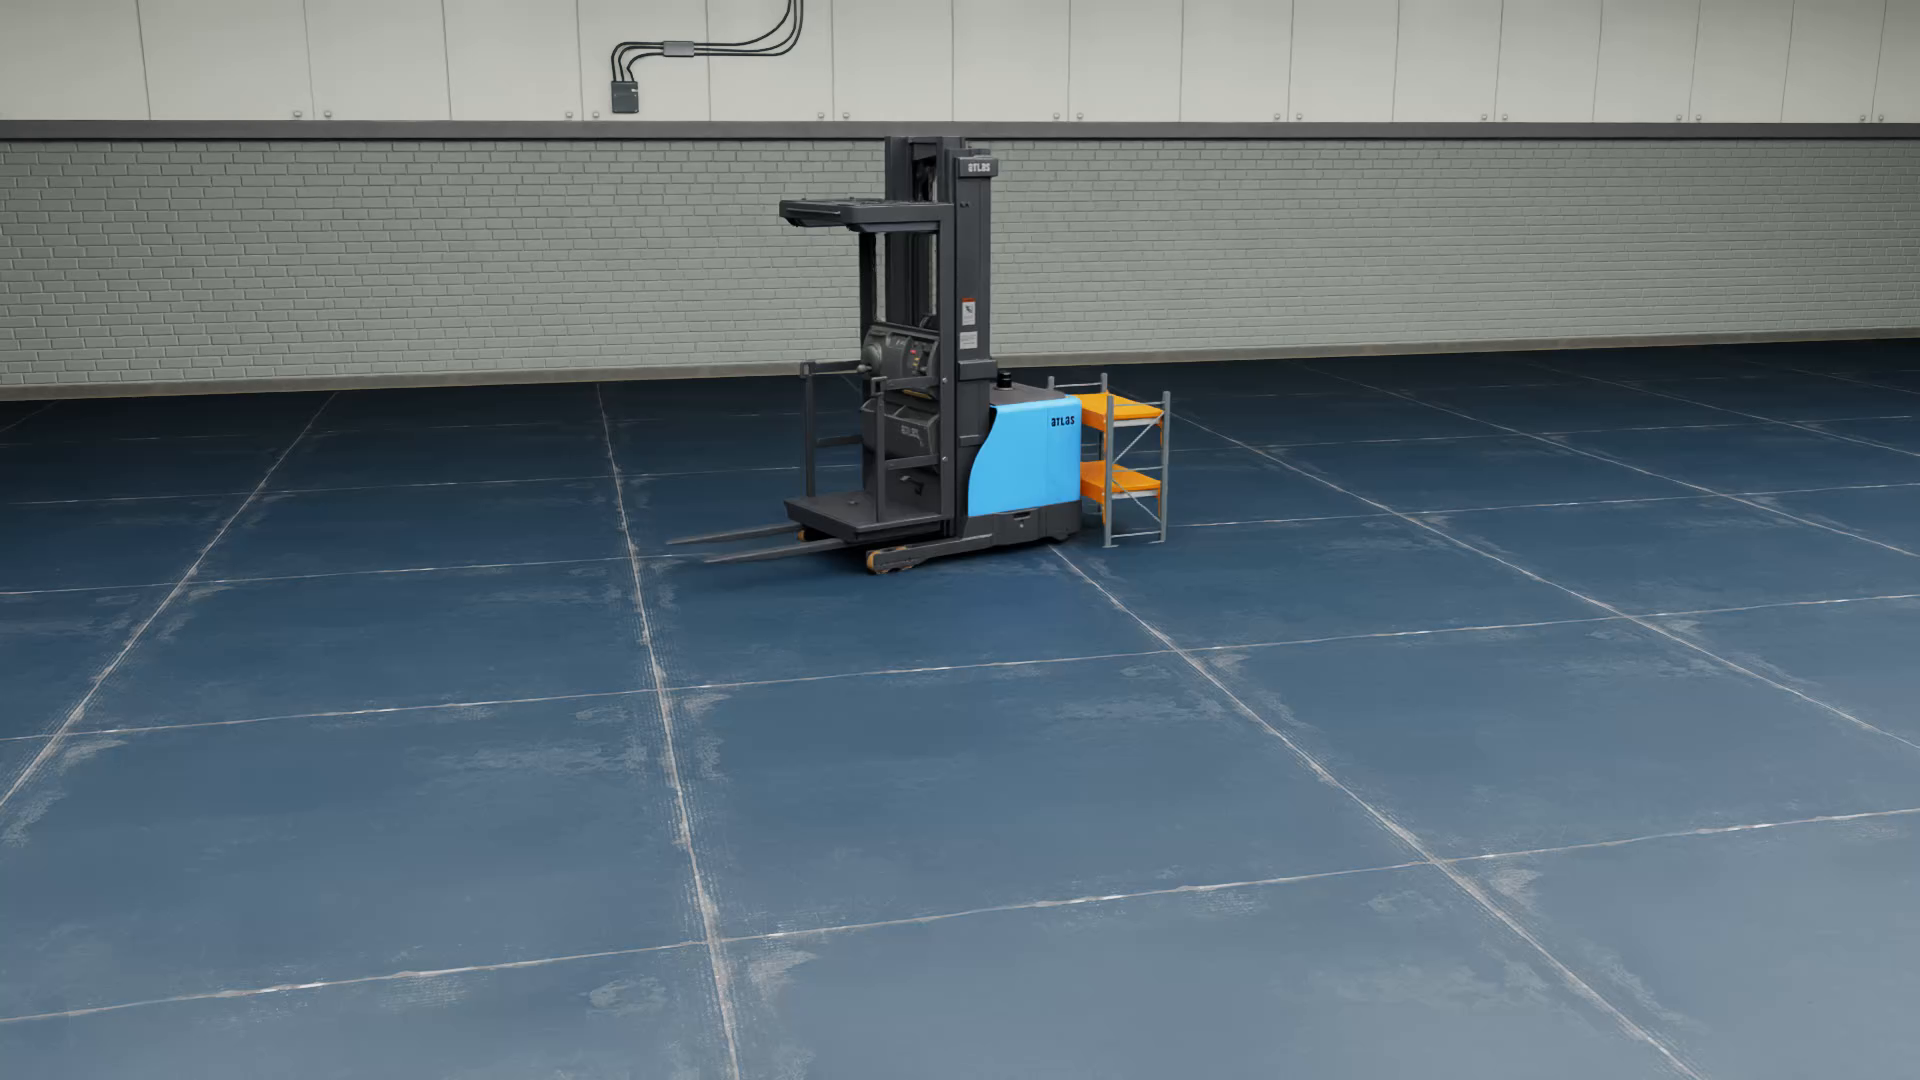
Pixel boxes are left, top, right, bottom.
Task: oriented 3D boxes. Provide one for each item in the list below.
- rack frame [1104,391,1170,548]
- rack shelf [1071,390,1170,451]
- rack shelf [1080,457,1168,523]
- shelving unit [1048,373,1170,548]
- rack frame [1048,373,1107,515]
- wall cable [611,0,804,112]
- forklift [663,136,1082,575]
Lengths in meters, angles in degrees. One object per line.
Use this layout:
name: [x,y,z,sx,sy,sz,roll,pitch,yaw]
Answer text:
rack frame: [1.293,-0.513,12.157,0.500,1.125,0.032,-5,15,-21]
rack shelf: [1.104,-0.910,12.546,0.538,0.278,1.000,-5,15,-21]
rack shelf: [1.104,-0.388,12.674,0.538,0.278,1.000,-5,15,-21]
shelving unit: [1.104,-0.626,12.616,0.538,1.125,1.048,-5,15,-21]
rack frame: [0.916,-0.738,13.074,0.500,1.125,0.032,-5,15,-21]
wall cable: [-2.987,-8.042,19.216,2.305,6.003,0.169,-3,14,-13]
forklift: [-0.600,-1.327,11.684,3.031,2.935,1.130,-9,16,-33]
